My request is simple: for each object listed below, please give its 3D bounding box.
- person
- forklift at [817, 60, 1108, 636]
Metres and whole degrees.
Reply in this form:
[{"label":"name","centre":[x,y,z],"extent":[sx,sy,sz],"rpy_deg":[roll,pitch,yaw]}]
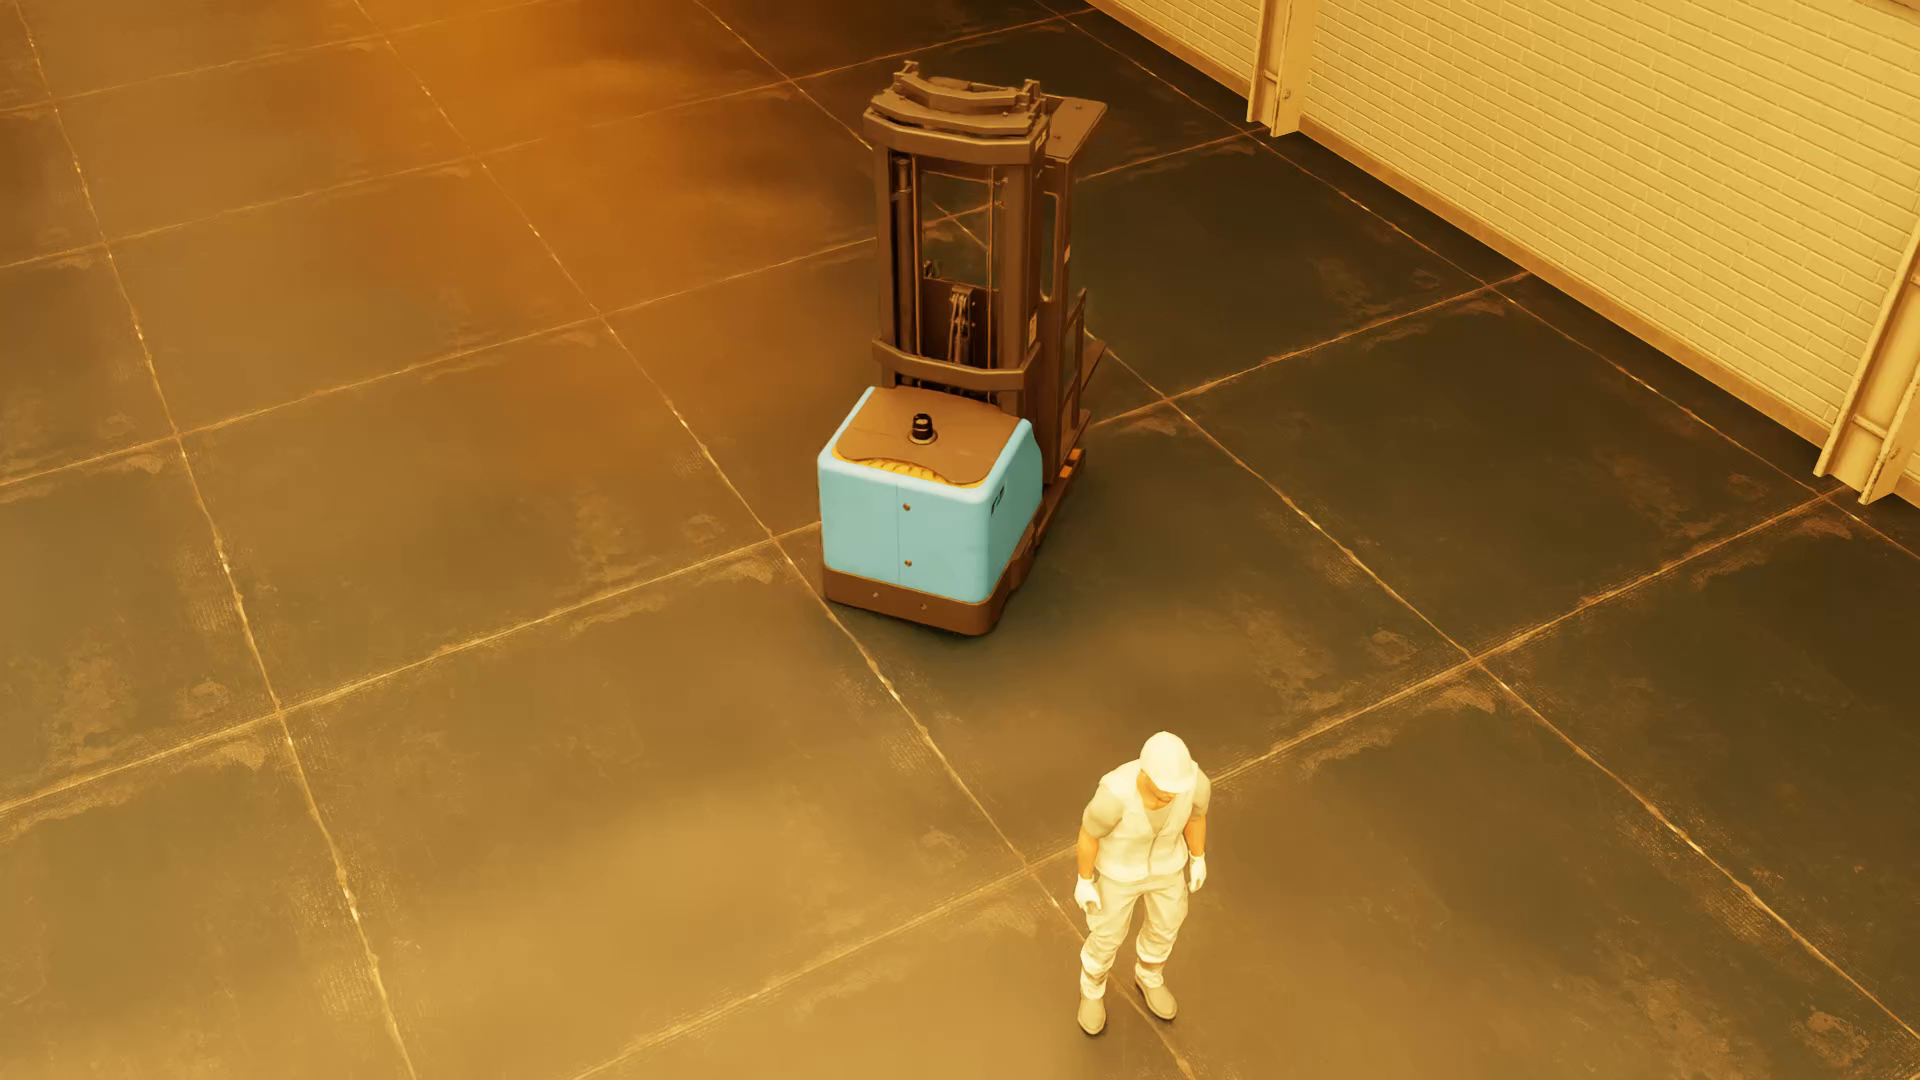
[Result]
[{"label":"person","centre":[0.789,1.448,7.197],"extent":[0.607,1.777,0.453],"rpy_deg":[-9,40,-11]},{"label":"forklift","centre":[0.178,-1.526,9.876],"extent":[1.130,2.935,3.031],"rpy_deg":[13,42,16]}]
